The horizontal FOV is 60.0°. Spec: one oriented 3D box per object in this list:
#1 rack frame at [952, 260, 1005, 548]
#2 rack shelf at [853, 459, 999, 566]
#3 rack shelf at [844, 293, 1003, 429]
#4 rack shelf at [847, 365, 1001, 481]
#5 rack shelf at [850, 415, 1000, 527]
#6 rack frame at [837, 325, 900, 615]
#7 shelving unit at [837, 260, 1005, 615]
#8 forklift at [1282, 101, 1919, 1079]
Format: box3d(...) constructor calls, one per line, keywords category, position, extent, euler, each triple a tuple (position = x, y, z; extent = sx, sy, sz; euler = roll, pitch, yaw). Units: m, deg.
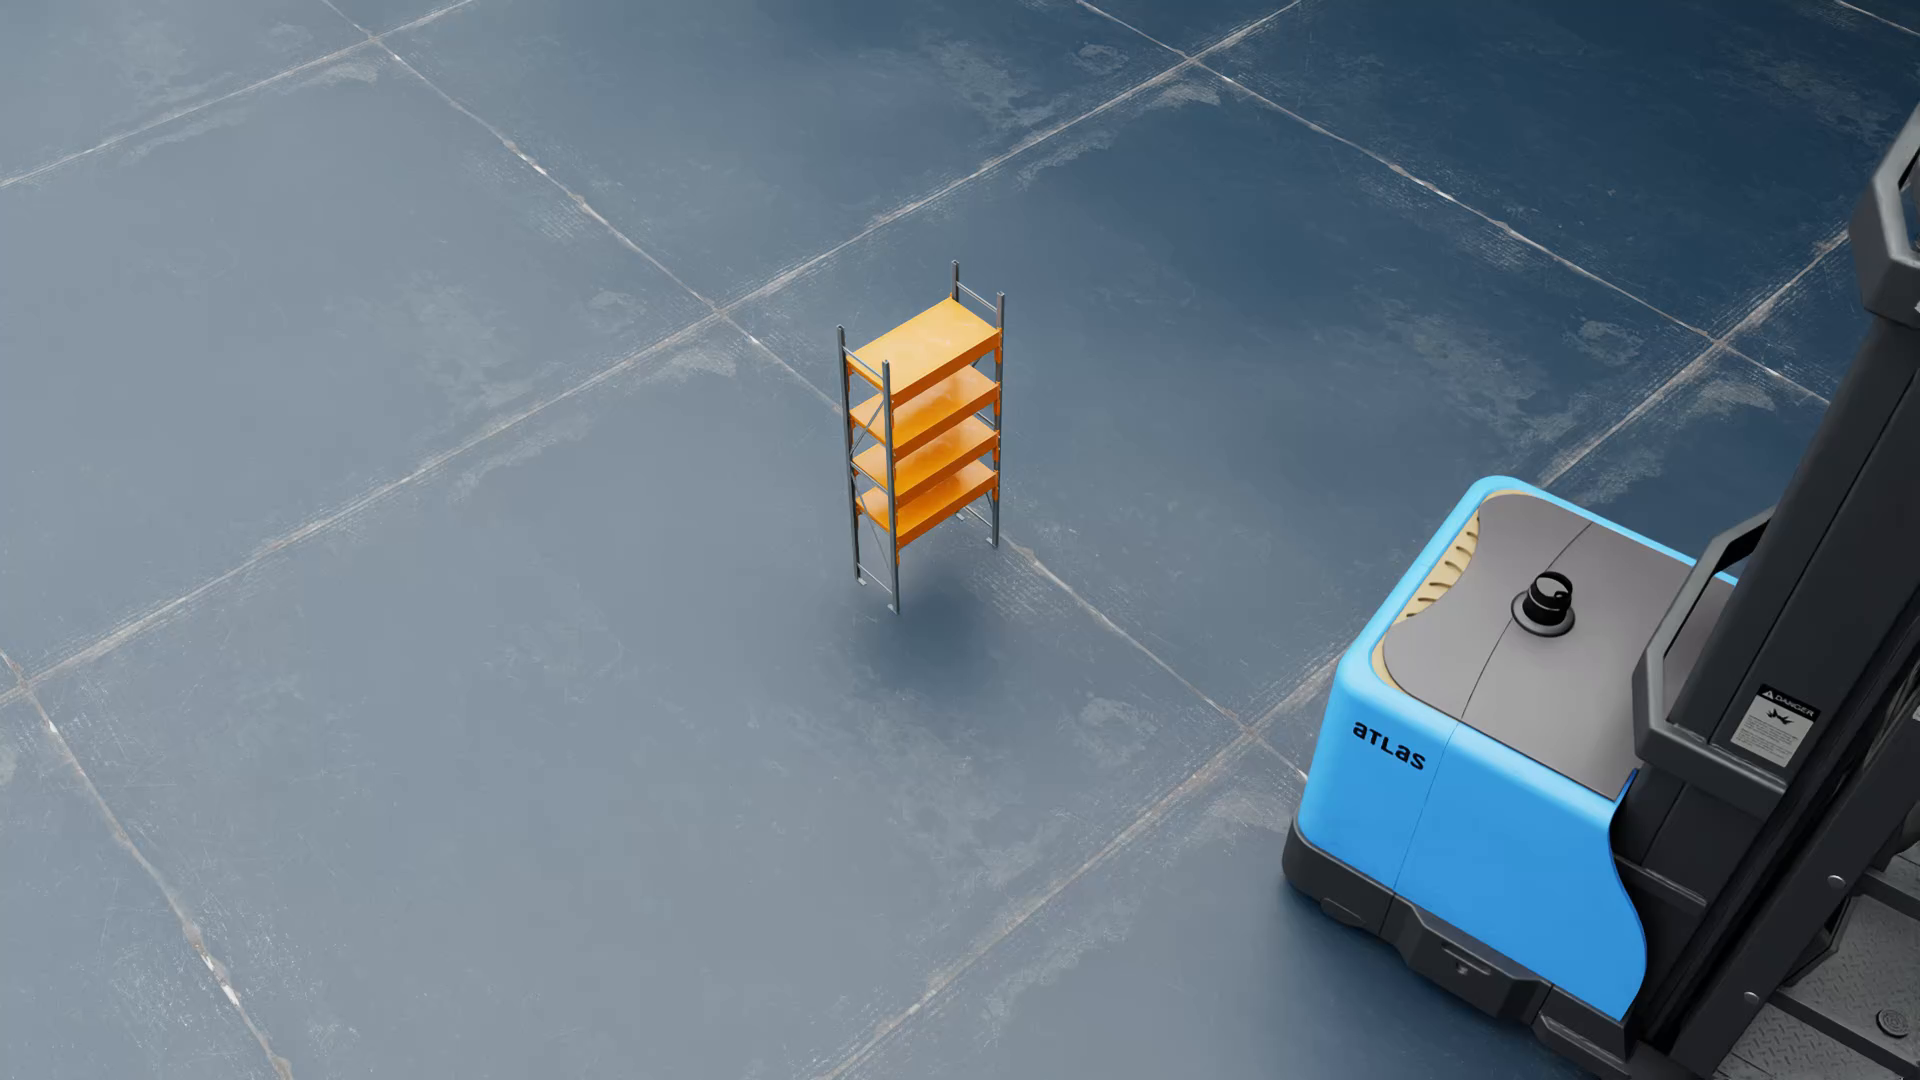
box3d(category="rack frame", position=(0.058, -0.446, 5.845), extent=(0.015, 1.200, 0.240), euler=(-34, 56, -27))
box3d(category="rack shelf", position=(-0.122, -0.145, 5.929), extent=(0.480, 0.148, 0.258), euler=(-34, 56, -27))
box3d(category="rack shelf", position=(-0.122, -0.592, 5.445), extent=(0.480, 0.148, 0.258), euler=(-34, 56, -27))
box3d(category="rack shelf", position=(-0.122, -0.431, 5.619), extent=(0.480, 0.148, 0.258), euler=(-34, 56, -27))
box3d(category="rack shelf", position=(-0.122, -0.279, 5.783), extent=(0.480, 0.148, 0.258), euler=(-34, 56, -27))
box3d(category="rack frame", position=(-0.303, -0.204, 5.622), extent=(0.015, 1.200, 0.240), euler=(-34, 56, -27))
box3d(category="shelving unit", position=(-0.122, -0.325, 5.734), extent=(0.503, 1.200, 0.258), euler=(-34, 56, -27))
box3d(category="forklift", position=(2.494, 0.447, 3.843), extent=(3.031, 2.935, 1.130), euler=(29, 53, 24))
